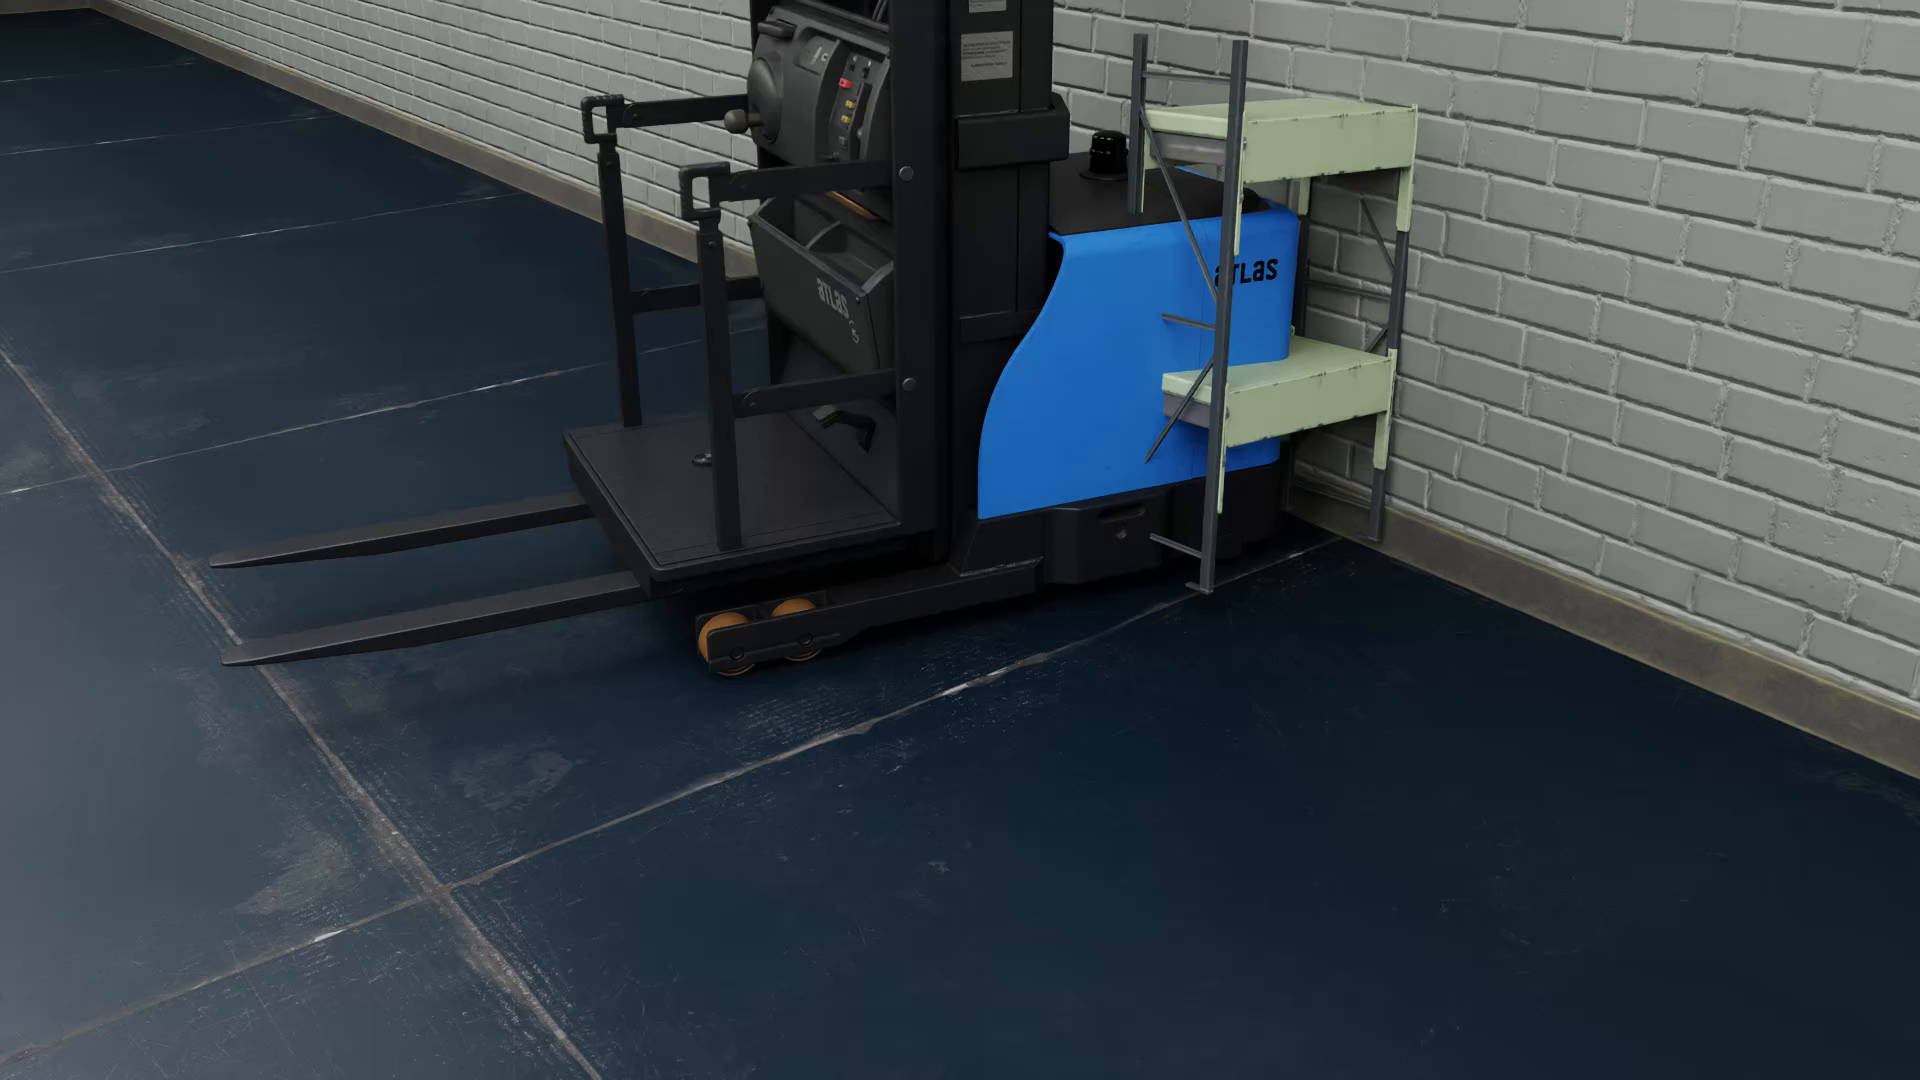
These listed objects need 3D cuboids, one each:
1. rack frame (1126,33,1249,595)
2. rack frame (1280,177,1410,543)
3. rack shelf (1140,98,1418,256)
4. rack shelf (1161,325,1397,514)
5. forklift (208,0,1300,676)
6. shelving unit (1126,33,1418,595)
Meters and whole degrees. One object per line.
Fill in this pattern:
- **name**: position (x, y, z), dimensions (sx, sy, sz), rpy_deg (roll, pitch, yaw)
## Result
- **rack frame**: position (0.592, -0.608, 4.593), dimensions (0.023, 1.500, 0.400), rpy_deg (-14, 24, -35)
- **rack frame**: position (1.172, -0.752, 5.015), dimensions (0.023, 1.500, 0.400), rpy_deg (-14, 24, -35)
- **rack shelf**: position (0.886, -1.048, 4.673), dimensions (0.720, 0.370, 0.431), rpy_deg (-14, 24, -35)
- **rack shelf**: position (0.879, -0.373, 4.914), dimensions (0.720, 0.370, 0.431), rpy_deg (-14, 24, -35)
- **forklift**: position (-0.571, -1.218, 4.393), dimensions (3.031, 2.935, 1.130), rpy_deg (-11, 27, -22)
- **shelving unit**: position (0.882, -0.680, 4.804), dimensions (0.755, 1.500, 0.431), rpy_deg (-14, 24, -35)
